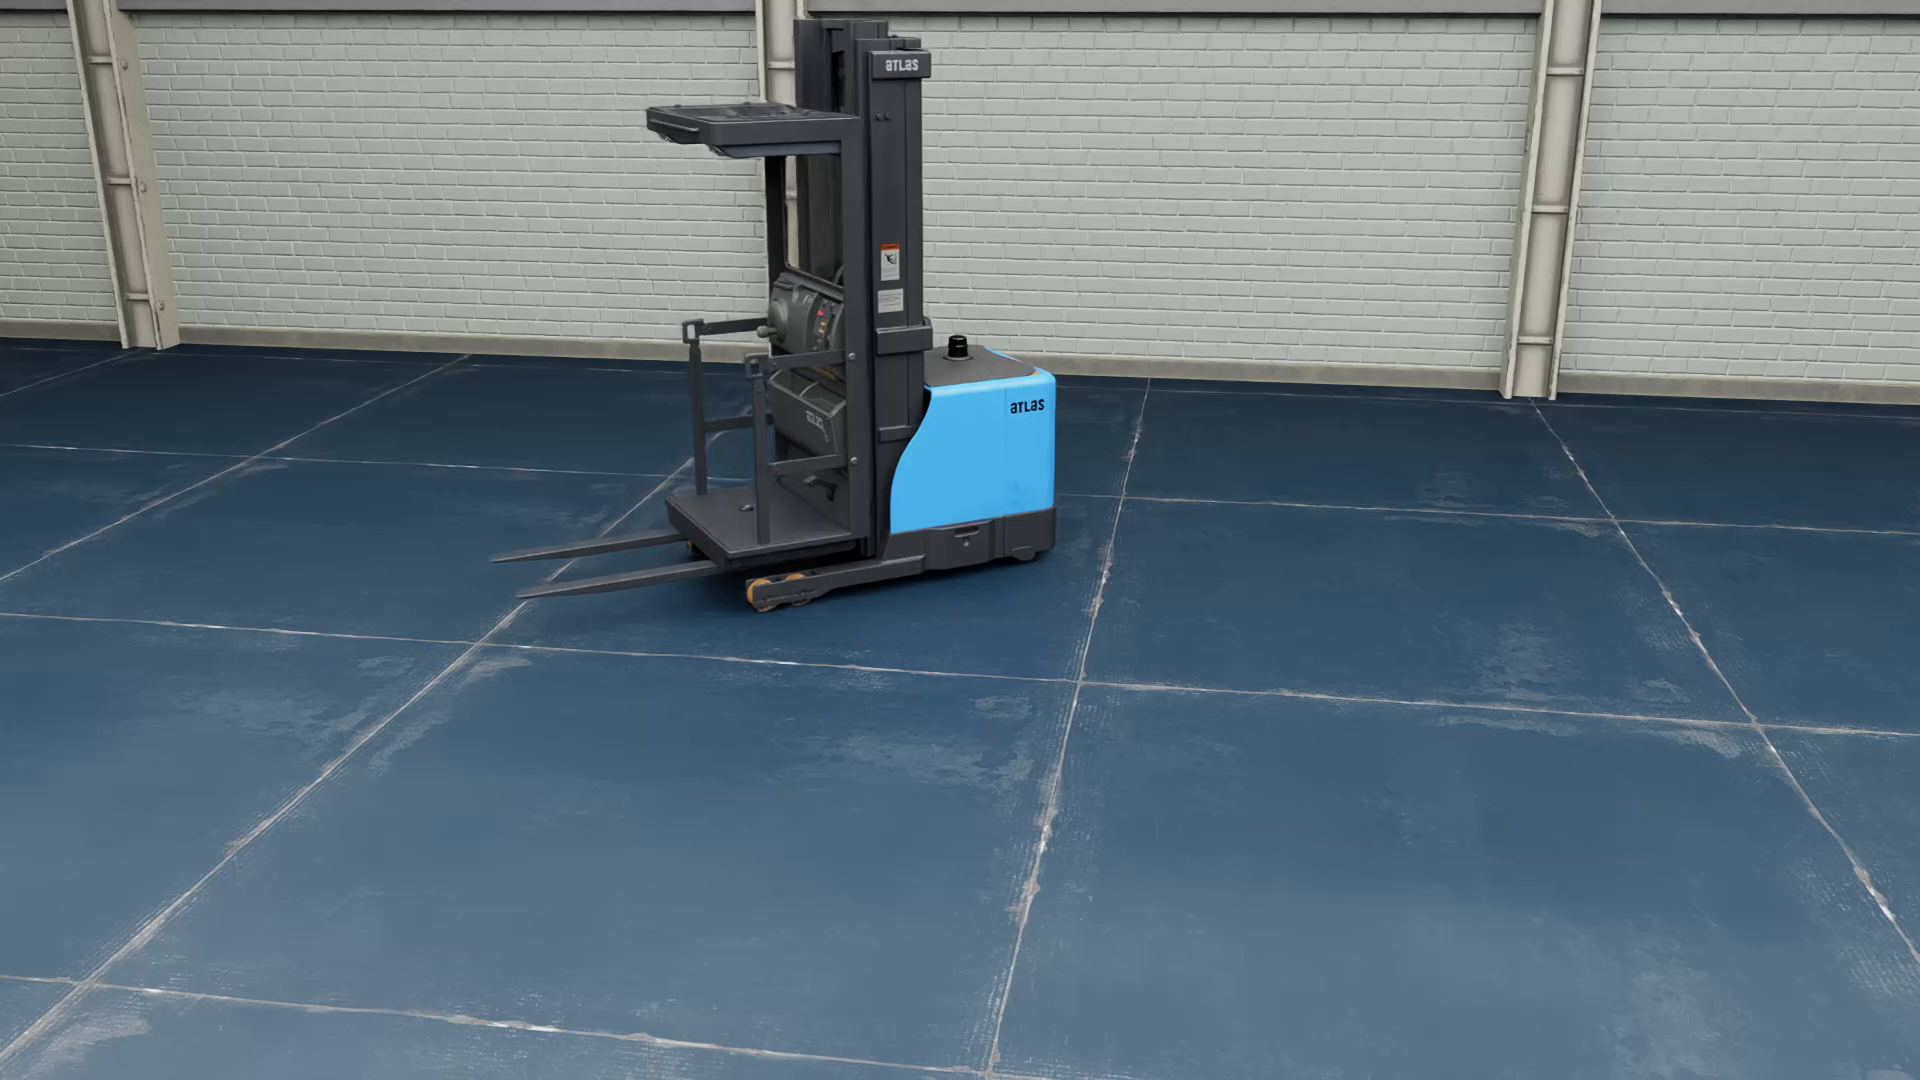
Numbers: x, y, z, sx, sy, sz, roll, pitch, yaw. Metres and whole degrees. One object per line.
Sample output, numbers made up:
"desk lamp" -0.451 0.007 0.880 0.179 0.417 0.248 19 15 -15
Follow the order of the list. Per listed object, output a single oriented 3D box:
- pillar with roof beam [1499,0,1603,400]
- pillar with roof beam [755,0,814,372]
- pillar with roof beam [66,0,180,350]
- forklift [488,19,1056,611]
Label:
"pillar with roof beam" 3.842 -4.080 7.815 0.400 9.000 9.100 3 19 9
"pillar with roof beam" -2.082 -4.382 8.717 0.400 9.000 9.100 3 19 9
"pillar with roof beam" -8.006 -4.684 9.620 0.400 9.000 9.100 3 19 9
"forklift" -1.005 -1.209 8.796 3.031 2.935 1.130 -9 21 -26
